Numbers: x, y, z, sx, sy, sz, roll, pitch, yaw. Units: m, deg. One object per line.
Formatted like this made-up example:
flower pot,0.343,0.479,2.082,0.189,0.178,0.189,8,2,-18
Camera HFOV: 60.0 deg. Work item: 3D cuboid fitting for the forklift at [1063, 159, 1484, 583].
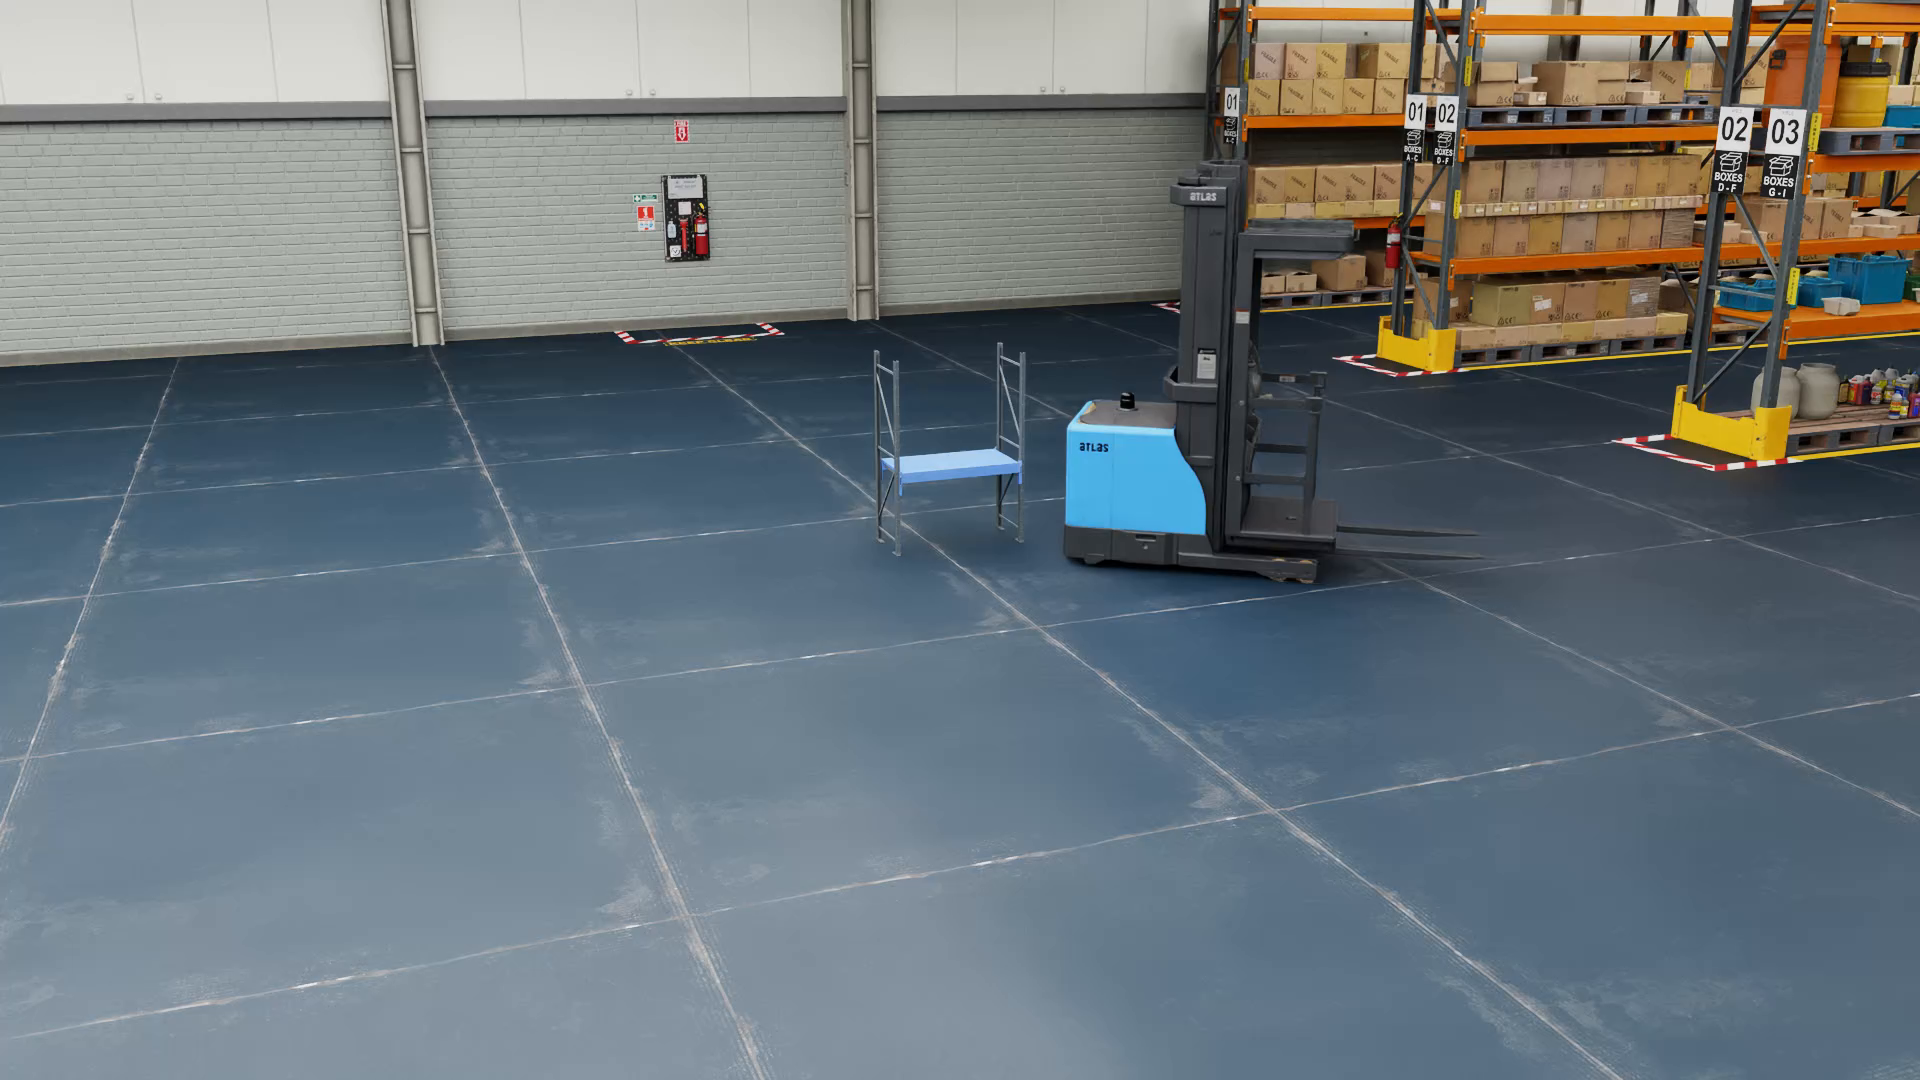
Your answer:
forklift,2.347,-1.258,12.179,3.031,2.935,1.130,4,17,13

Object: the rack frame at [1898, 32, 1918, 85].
rack frame,13.108,-7.317,22.045,0.127,3.000,1.000,-6,17,-20

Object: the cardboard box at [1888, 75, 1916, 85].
cardboard box,15.807,-7.762,28.227,0.500,0.250,0.500,-6,17,-20

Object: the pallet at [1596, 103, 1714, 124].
pallet,8.586,-5.339,20.791,1.213,0.211,1.003,-6,17,-20

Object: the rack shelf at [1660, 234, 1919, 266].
rack shelf,11.241,-3.892,22.305,4.000,0.370,1.077,-6,17,-20

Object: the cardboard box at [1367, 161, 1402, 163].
cardboard box,6.599,-5.592,25.718,0.500,0.500,0.500,-6,17,-20

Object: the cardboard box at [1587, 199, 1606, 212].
cardboard box,7.763,-4.156,20.597,0.250,0.149,0.380,-6,17,-18

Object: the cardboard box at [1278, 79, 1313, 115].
cardboard box,4.778,-6.445,24.184,0.500,0.500,0.500,-5,17,-16

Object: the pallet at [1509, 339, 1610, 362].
pallet,7.474,-2.504,21.252,1.213,0.211,1.003,-6,17,-20

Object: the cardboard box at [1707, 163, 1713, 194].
cardboard box,12.370,-5.974,27.377,0.500,0.500,0.500,-6,17,-18

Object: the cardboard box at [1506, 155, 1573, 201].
cardboard box,7.087,-4.457,20.473,0.500,0.500,0.700,-6,17,-20

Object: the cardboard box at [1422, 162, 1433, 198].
cardboard box,7.266,-5.507,25.427,0.500,0.500,0.500,-6,17,-20

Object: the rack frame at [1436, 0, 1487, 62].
rack frame,7.597,-8.217,25.108,0.127,3.000,1.000,-6,17,-20

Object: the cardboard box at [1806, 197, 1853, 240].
cardboard box,11.547,-4.313,22.285,0.500,0.500,0.500,-7,18,-23

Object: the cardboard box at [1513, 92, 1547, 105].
cardboard box,6.800,-5.292,19.923,0.250,0.149,0.380,-6,17,-20

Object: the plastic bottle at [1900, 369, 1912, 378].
plastic bottle,9.894,-1.643,17.409,0.133,0.283,0.061,-5,17,-18

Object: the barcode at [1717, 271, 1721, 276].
barcode,9.760,-3.424,21.386,0.075,0.075,0.001,-6,17,-20

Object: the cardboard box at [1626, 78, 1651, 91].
cardboard box,8.304,-5.665,20.906,0.500,0.311,0.500,-7,18,-23

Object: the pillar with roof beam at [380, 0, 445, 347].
pillar with roof beam,-5.459,-5.769,16.773,0.400,9.000,9.100,-6,17,-20

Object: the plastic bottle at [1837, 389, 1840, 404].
plastic bottle,8.965,-1.498,17.060,0.097,0.201,0.097,0,16,0

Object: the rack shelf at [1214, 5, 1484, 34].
rack shelf,5.729,-7.669,24.524,4.000,0.370,1.077,-6,17,-20

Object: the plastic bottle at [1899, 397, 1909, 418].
plastic bottle,9.308,-1.308,16.415,0.097,0.201,0.097,0,16,0

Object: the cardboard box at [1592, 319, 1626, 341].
cardboard box,8.086,-2.711,21.142,0.500,0.250,0.500,-6,17,-20

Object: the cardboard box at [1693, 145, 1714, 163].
cardboard box,12.350,-6.334,27.273,0.500,0.250,0.500,-6,18,-21

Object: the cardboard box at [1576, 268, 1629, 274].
cardboard box,8.364,-3.261,21.682,0.500,0.500,0.500,-6,17,-20

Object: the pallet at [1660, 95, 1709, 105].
pallet,11.914,-7.169,27.200,1.003,0.211,1.213,-5,17,-18

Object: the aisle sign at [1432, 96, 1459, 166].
aisle sign,5.686,-4.792,19.480,0.004,0.787,0.394,-6,17,-20

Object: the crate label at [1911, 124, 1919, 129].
crate label,9.273,-3.798,15.649,0.408,0.251,0.502,-6,17,-20

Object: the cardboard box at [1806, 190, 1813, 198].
cardboard box,14.142,-5.837,28.063,0.250,0.149,0.380,-6,17,-20

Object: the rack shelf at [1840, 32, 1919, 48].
rack shelf,16.935,-8.688,28.699,4.000,0.370,1.077,-6,17,-20

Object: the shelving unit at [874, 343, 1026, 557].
shelving unit,-0.080,-0.711,12.858,1.048,1.500,0.538,-6,17,-20

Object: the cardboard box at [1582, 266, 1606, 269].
cardboard box,10.156,-4.646,27.251,0.500,0.500,0.700,-6,17,-20

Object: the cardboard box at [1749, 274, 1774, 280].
cardboard box,11.070,-3.457,22.685,0.500,0.311,0.500,-6,18,-21

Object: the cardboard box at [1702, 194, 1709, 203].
cardboard box,12.239,-5.631,27.359,0.250,0.149,0.380,-6,17,-18

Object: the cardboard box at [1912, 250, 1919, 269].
cardboard box,13.949,-3.973,23.629,0.500,0.250,0.500,-5,17,-18

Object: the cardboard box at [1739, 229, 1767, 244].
cardboard box,10.274,-3.951,21.673,0.250,0.149,0.380,-6,17,-20

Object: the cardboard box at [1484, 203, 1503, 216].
cardboard box,6.327,-4.002,20.073,0.250,0.149,0.380,-7,18,-22

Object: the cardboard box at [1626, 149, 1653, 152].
cardboard box,11.021,-6.269,27.014,0.250,0.149,0.380,-9,18,-27

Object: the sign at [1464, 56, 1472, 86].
sign,5.831,-5.382,19.087,0.005,0.325,0.100,-6,17,-20

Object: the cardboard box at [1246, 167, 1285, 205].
cardboard box,4.415,-5.202,24.388,0.500,0.500,0.500,-6,17,-20

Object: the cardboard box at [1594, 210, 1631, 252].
cardboard box,8.001,-3.933,20.989,0.500,0.500,0.700,-6,17,-19

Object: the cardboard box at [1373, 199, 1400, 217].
cardboard box,6.331,-5.046,25.188,0.500,0.250,0.500,-6,17,-20

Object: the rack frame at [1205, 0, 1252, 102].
rack frame,3.862,-7.814,23.735,0.127,3.000,1.000,-6,17,-20

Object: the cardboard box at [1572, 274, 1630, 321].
cardboard box,8.082,-3.074,21.048,0.500,0.500,0.500,-6,17,-20

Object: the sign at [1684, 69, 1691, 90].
sign,11.524,-7.286,26.345,0.005,0.325,0.100,-6,17,-20

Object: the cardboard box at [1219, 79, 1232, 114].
cardboard box,4.161,-6.541,24.511,0.500,0.500,0.500,-5,17,-16

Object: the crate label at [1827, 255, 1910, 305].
crate label,9.029,-2.602,16.573,0.616,0.435,0.502,-6,17,-20

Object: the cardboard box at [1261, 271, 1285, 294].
cardboard box,4.540,-3.902,25.054,0.500,0.311,0.500,-8,18,-26

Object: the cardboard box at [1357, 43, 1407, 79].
cardboard box,6.234,-7.080,24.572,0.500,0.500,0.500,-7,18,-22

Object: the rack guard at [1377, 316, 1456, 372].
rack guard,5.615,-2.430,20.487,0.348,0.500,1.175,-6,17,-20

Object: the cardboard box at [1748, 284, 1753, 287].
cardboard box,10.317,-3.212,21.852,0.500,0.311,0.500,-6,18,-21

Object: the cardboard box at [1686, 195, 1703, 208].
cardboard box,9.196,-4.311,21.126,0.250,0.149,0.380,-6,17,-20

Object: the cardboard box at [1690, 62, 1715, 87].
cardboard box,12.240,-7.571,27.275,0.500,0.500,0.700,-7,18,-23
